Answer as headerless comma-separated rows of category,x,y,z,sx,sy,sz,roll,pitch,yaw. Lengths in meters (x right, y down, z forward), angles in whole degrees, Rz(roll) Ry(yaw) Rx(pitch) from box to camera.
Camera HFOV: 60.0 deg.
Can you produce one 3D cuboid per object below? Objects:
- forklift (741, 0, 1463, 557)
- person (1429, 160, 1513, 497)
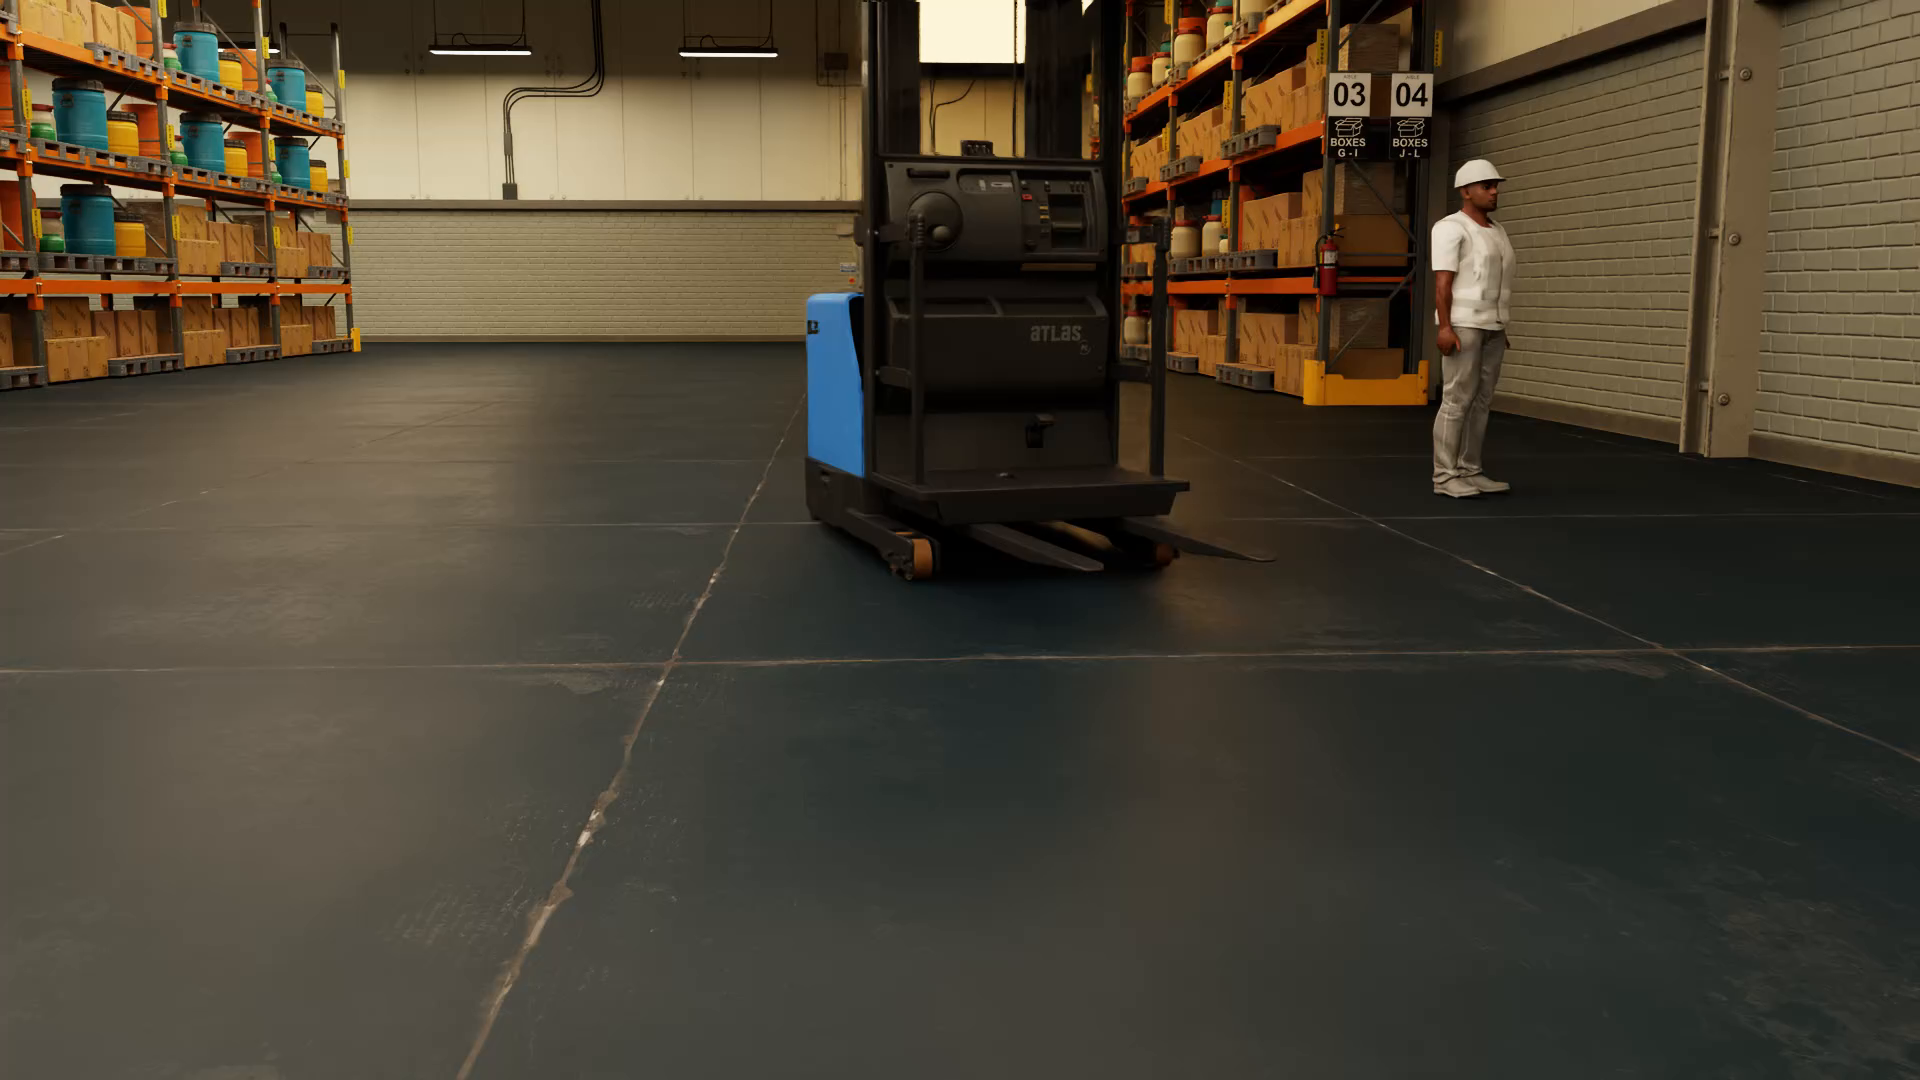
forklift,0.607,-1.457,7.146,3.031,2.935,1.130,0,8,0
person,2.747,-1.126,8.888,0.555,1.770,0.392,-7,11,-41
